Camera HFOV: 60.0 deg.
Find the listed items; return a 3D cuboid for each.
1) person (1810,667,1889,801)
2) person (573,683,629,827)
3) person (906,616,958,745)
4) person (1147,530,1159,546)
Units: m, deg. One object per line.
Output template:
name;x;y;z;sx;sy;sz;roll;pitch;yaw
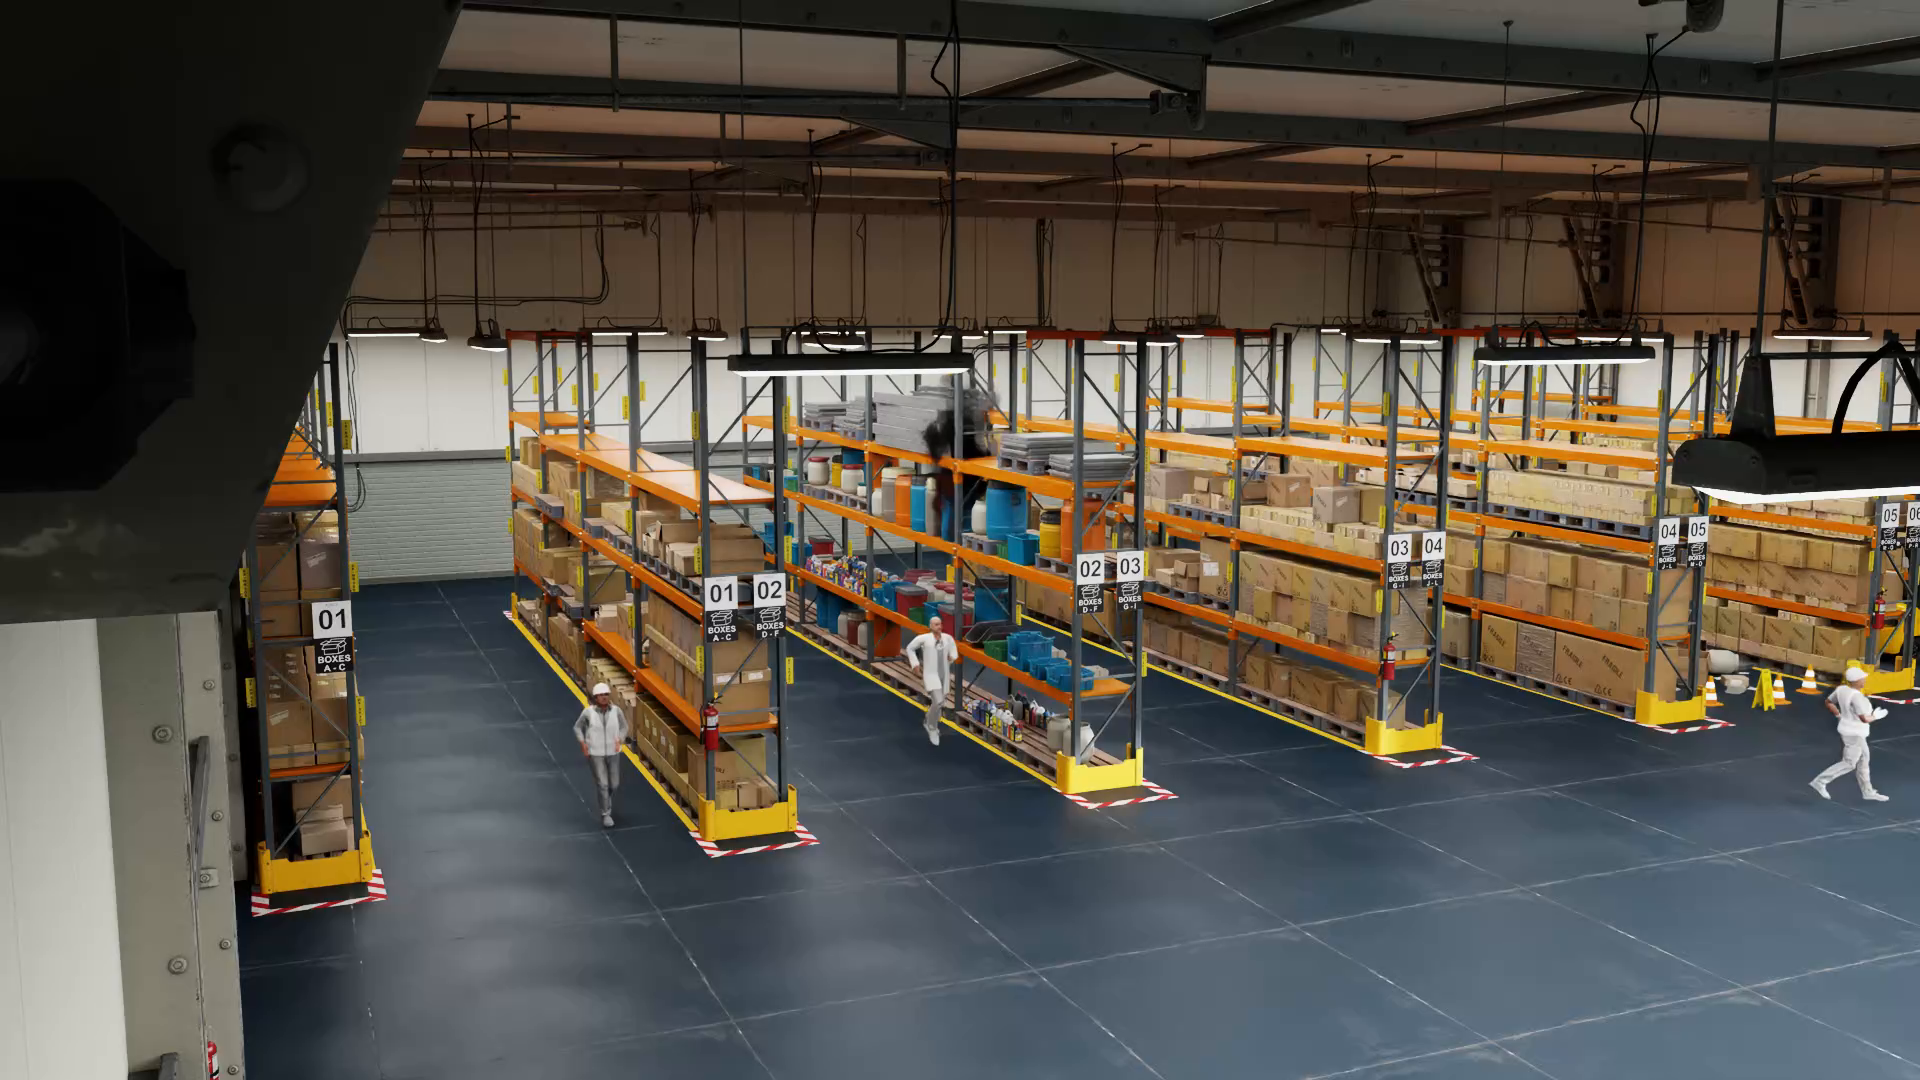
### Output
person;11.538;2.507;21.475;1.002;1.760;0.693;2;8;12
person;-4.473;2.641;20.789;0.679;1.754;0.762;-3;8;-23
person;-0.348;2.014;24.023;0.670;1.834;0.809;-5;9;-31
person;4.892;-0.179;41.880;0.877;1.641;0.658;3;8;20
